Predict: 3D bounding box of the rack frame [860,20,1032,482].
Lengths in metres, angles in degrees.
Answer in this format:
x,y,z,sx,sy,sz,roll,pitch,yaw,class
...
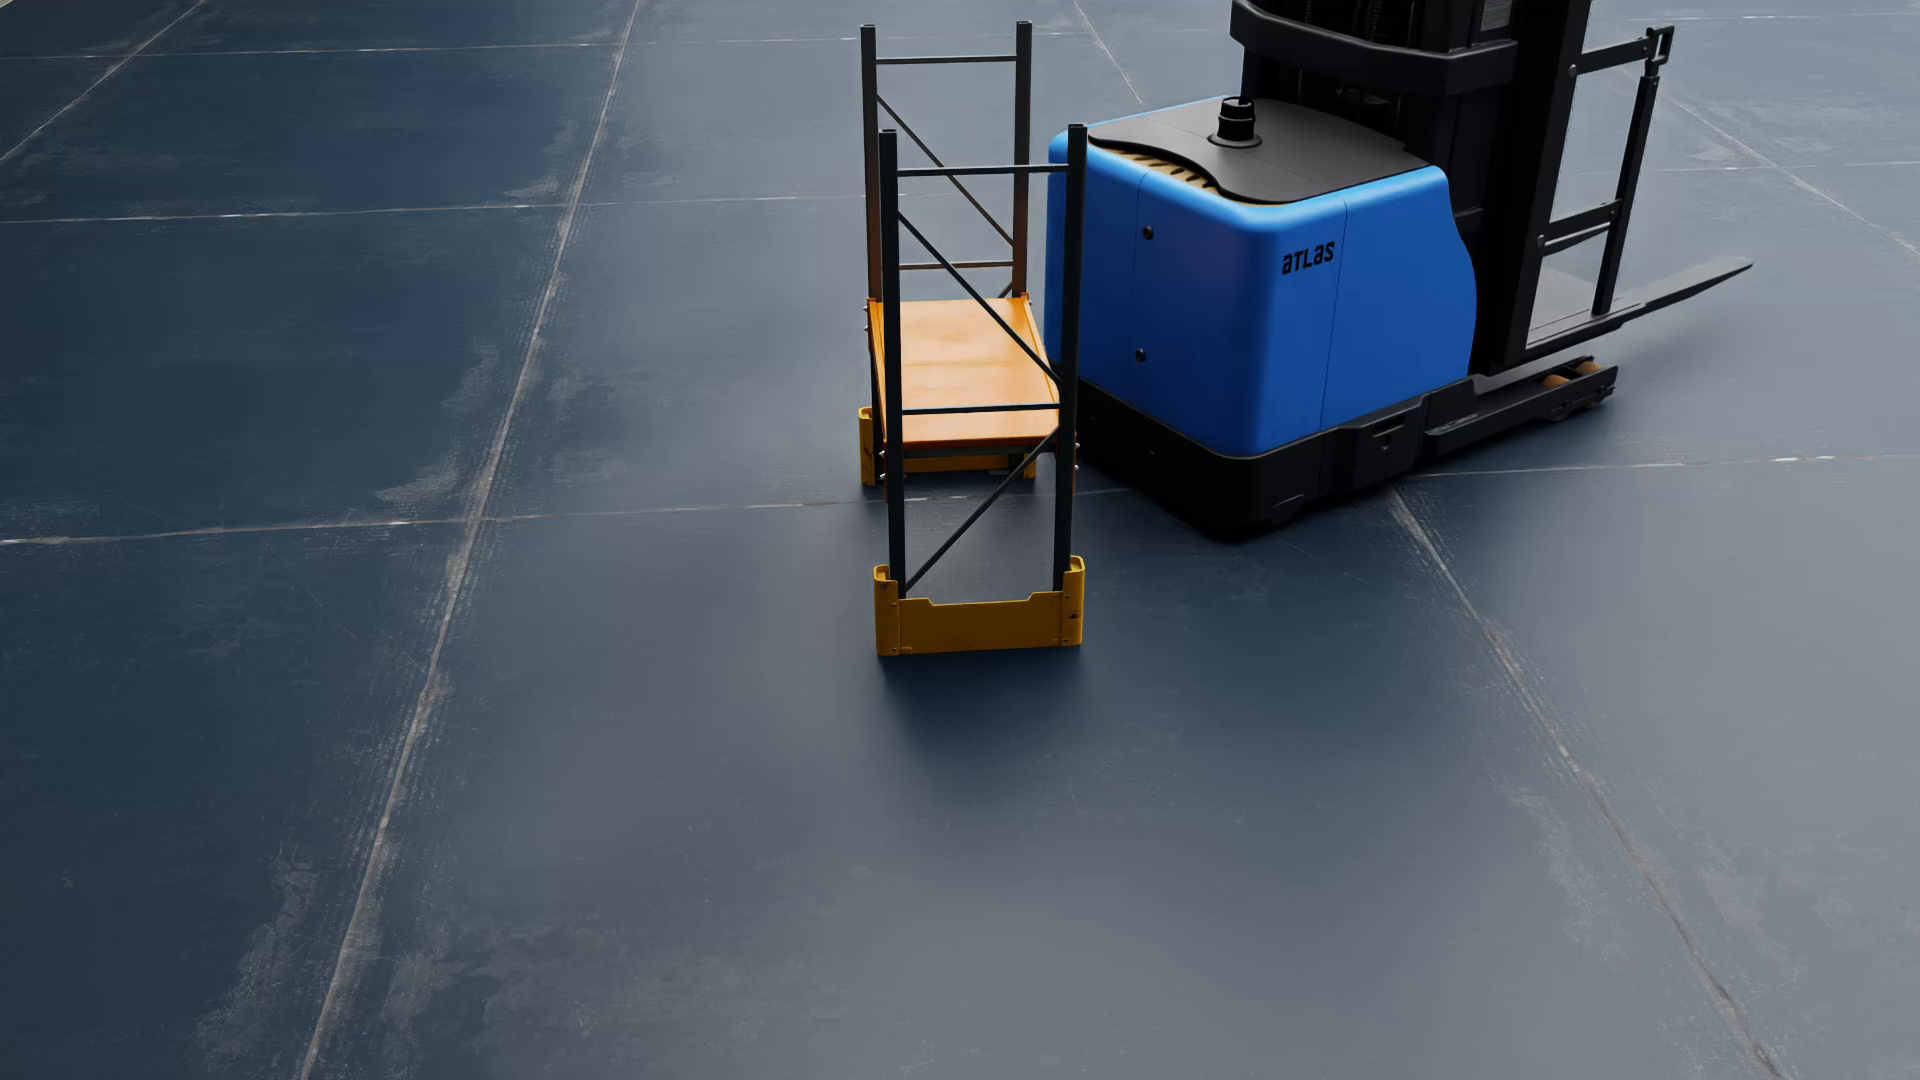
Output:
x,y,z,sx,sy,sz,roll,pitch,yaw,class
-0.040,-0.860,5.227,0.500,1.500,0.032,-3,31,-5,rack frame

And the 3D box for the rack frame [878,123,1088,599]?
x,y,z,sx,sy,sz,roll,pitch,yaw,class
0.055,-0.341,4.358,0.500,1.500,0.032,-3,31,-5,rack frame

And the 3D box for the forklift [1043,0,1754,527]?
x,y,z,sx,sy,sz,roll,pitch,yaw,class
1.769,-1.882,5.543,3.031,2.935,1.130,-20,36,-30,forklift

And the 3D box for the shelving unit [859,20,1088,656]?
x,y,z,sx,sy,sz,roll,pitch,yaw,class
0.007,-0.605,4.800,0.587,1.500,1.083,-3,31,-5,shelving unit

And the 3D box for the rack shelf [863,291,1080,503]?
x,y,z,sx,sy,sz,roll,pitch,yaw,class
0.008,-0.446,4.885,0.538,0.185,1.000,-3,31,-5,rack shelf

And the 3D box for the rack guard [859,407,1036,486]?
x,y,z,sx,sy,sz,roll,pitch,yaw,class
-0.039,-0.323,5.546,0.587,0.250,0.087,-3,31,-5,rack guard

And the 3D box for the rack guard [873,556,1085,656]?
x,y,z,sx,sy,sz,roll,pitch,yaw,class
0.054,0.186,4.695,0.587,0.250,0.087,-3,31,-5,rack guard
